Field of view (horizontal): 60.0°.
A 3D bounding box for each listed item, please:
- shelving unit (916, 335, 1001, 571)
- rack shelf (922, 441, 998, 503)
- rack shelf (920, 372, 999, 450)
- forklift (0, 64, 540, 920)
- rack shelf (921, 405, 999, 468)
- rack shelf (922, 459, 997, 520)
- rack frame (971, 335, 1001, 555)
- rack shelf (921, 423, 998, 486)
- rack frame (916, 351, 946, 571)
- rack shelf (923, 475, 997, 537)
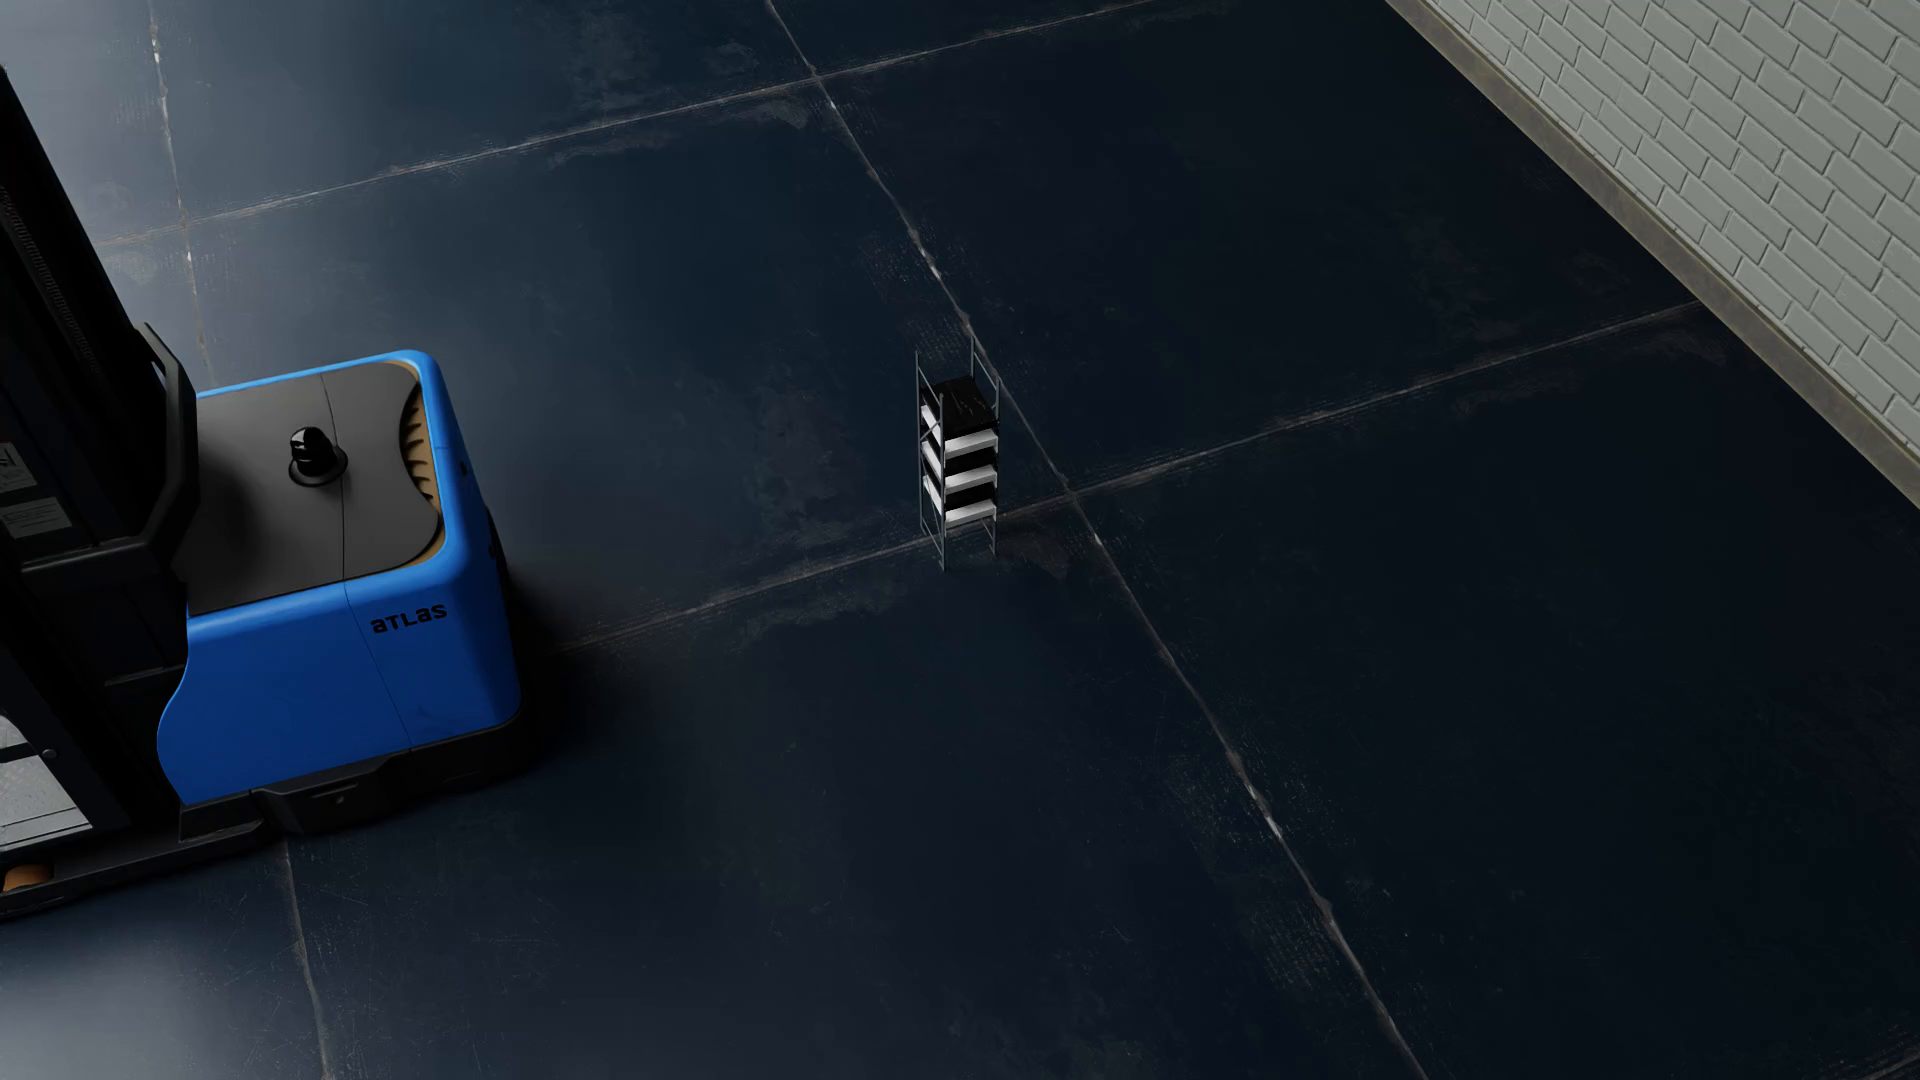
[{"bbox_3d":[-0.008,-0.291,5.907,0.210,0.900,0.258,-17,52,-14],"label":"shelving unit"},{"bbox_3d":[-0.008,-0.269,5.932,0.200,0.077,0.258,-17,52,-14],"label":"rack shelf"},{"bbox_3d":[-0.008,-0.445,5.727,0.200,0.077,0.258,-17,52,-14],"label":"rack shelf"},{"bbox_3d":[-2.982,-0.192,4.483,3.031,2.935,1.130,-14,51,-12],"label":"forklift"},{"bbox_3d":[-0.008,-0.386,5.795,0.200,0.077,0.258,-17,52,-14],"label":"rack shelf"},{"bbox_3d":[-0.008,-0.211,6.000,0.200,0.077,0.258,-17,52,-14],"label":"rack shelf"},{"bbox_3d":[0.087,-0.320,5.932,0.006,0.900,0.240,-17,52,-14],"label":"rack frame"},{"bbox_3d":[-0.008,-0.328,5.864,0.200,0.077,0.258,-17,52,-14],"label":"rack shelf"},{"bbox_3d":[-0.102,-0.262,5.882,0.006,0.900,0.240,-17,52,-14],"label":"rack frame"},{"bbox_3d":[-0.008,-0.152,6.068,0.200,0.077,0.258,-17,52,-14],"label":"rack shelf"}]
